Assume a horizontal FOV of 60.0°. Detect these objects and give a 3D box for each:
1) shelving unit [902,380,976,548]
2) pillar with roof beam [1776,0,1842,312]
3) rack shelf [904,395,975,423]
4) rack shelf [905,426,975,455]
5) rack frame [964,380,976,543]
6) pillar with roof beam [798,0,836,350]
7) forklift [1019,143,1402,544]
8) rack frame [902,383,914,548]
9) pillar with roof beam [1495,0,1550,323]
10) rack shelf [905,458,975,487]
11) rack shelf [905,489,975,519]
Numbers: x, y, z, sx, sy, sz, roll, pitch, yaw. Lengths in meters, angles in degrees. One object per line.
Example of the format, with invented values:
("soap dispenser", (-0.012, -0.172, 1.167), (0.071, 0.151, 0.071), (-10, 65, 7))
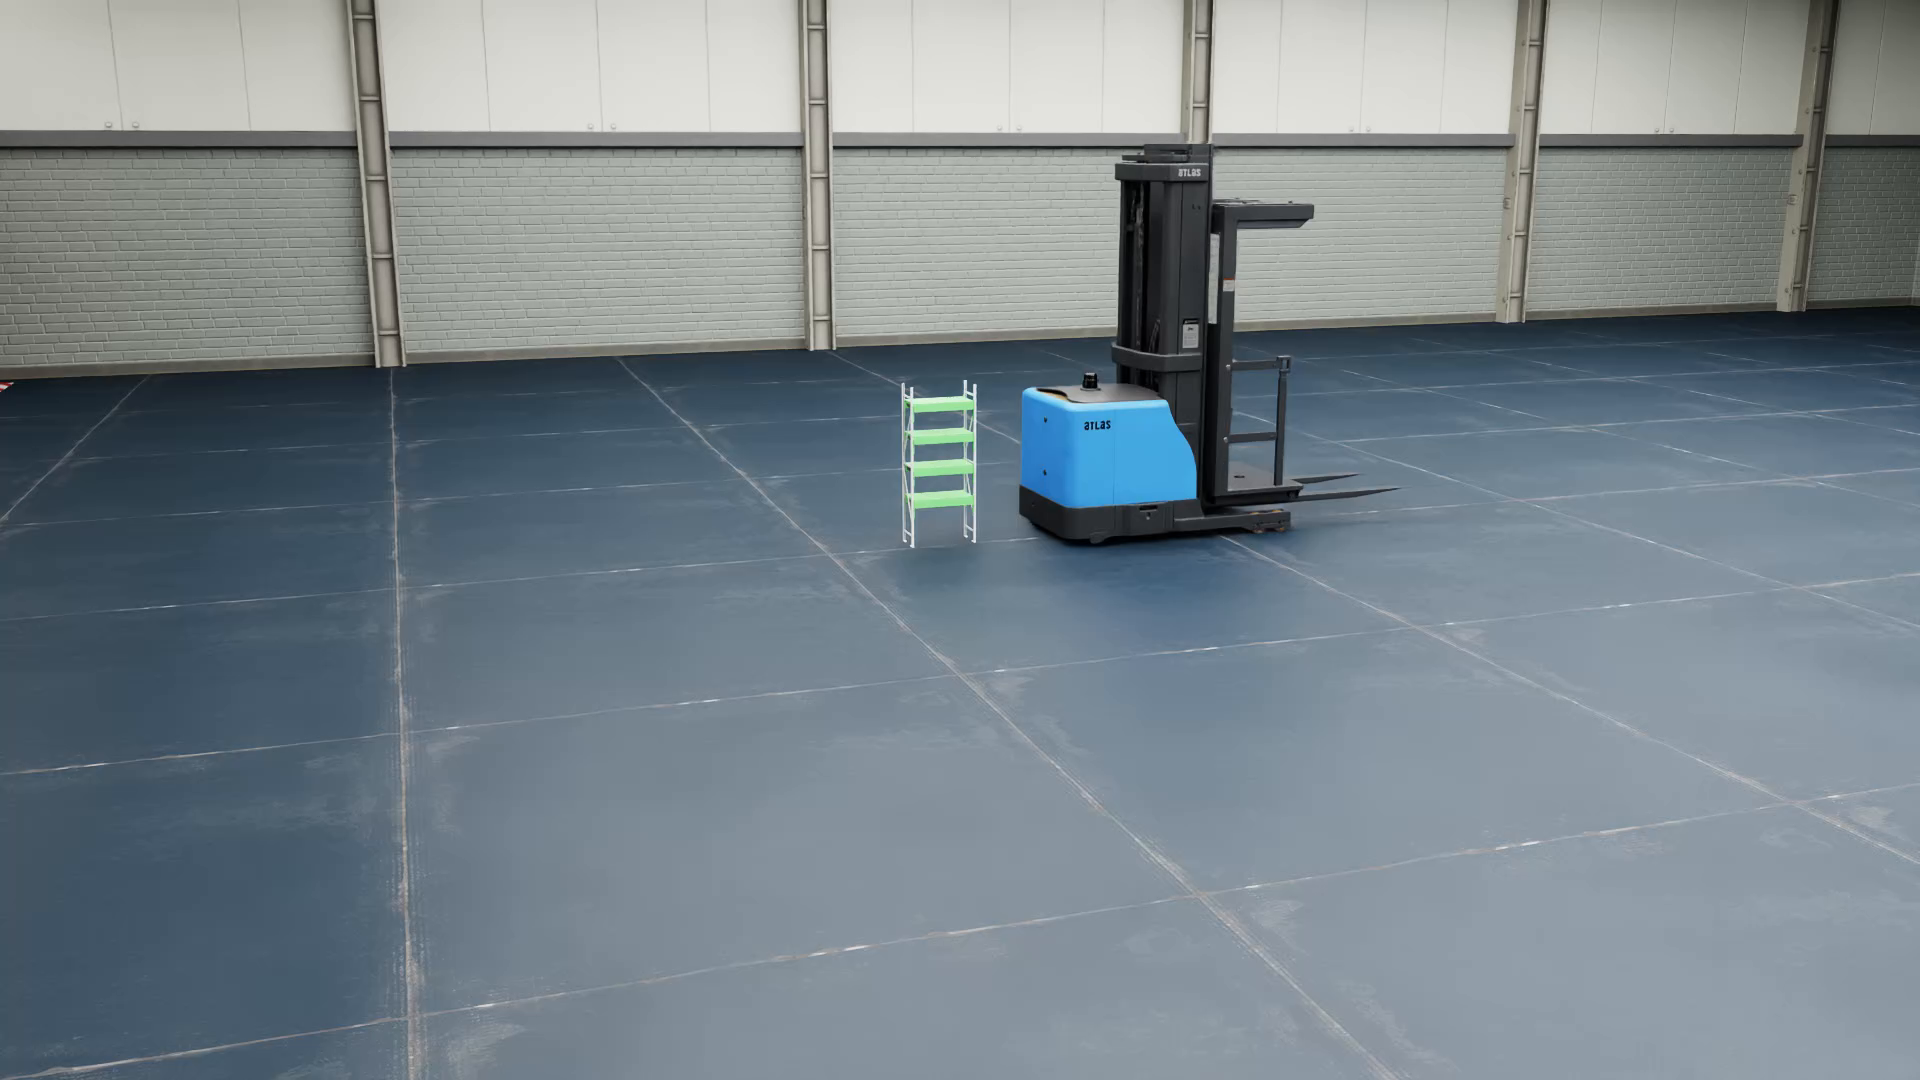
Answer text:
("shelving unit", (-0.157, -0.571, 12.453), (0.503, 1.200, 0.258), (-4, 14, -18))
("pillar with roof beam", (16.383, -7.577, 25.052), (0.400, 9.000, 9.100), (-4, 14, -18))
("rack shelf", (-0.157, -0.976, 12.356), (0.480, 0.148, 0.258), (-4, 14, -18))
("rack shelf", (-0.157, -0.743, 12.412), (0.480, 0.148, 0.258), (-4, 14, -18))
("rack frame", (0.074, -0.590, 12.528), (0.015, 1.200, 0.240), (-4, 14, -18))
("pillar with roof beam", (-0.677, -6.249, 19.467), (0.400, 9.000, 9.100), (-4, 14, -18))
("forklift", (2.042, -1.585, 12.974), (3.031, 2.935, 1.130), (-5, 14, -19))
("rack frame", (-0.388, -0.553, 12.377), (0.015, 1.200, 0.240), (-4, 14, -18))
("pillar with roof beam", (10.697, -7.135, 23.191), (0.400, 9.000, 9.100), (-4, 14, -18))
("rack shelf", (-0.157, -0.509, 12.467), (0.480, 0.148, 0.258), (-4, 14, -18))
("rack shelf", (-0.157, -0.276, 12.523), (0.480, 0.148, 0.258), (-4, 14, -18))
